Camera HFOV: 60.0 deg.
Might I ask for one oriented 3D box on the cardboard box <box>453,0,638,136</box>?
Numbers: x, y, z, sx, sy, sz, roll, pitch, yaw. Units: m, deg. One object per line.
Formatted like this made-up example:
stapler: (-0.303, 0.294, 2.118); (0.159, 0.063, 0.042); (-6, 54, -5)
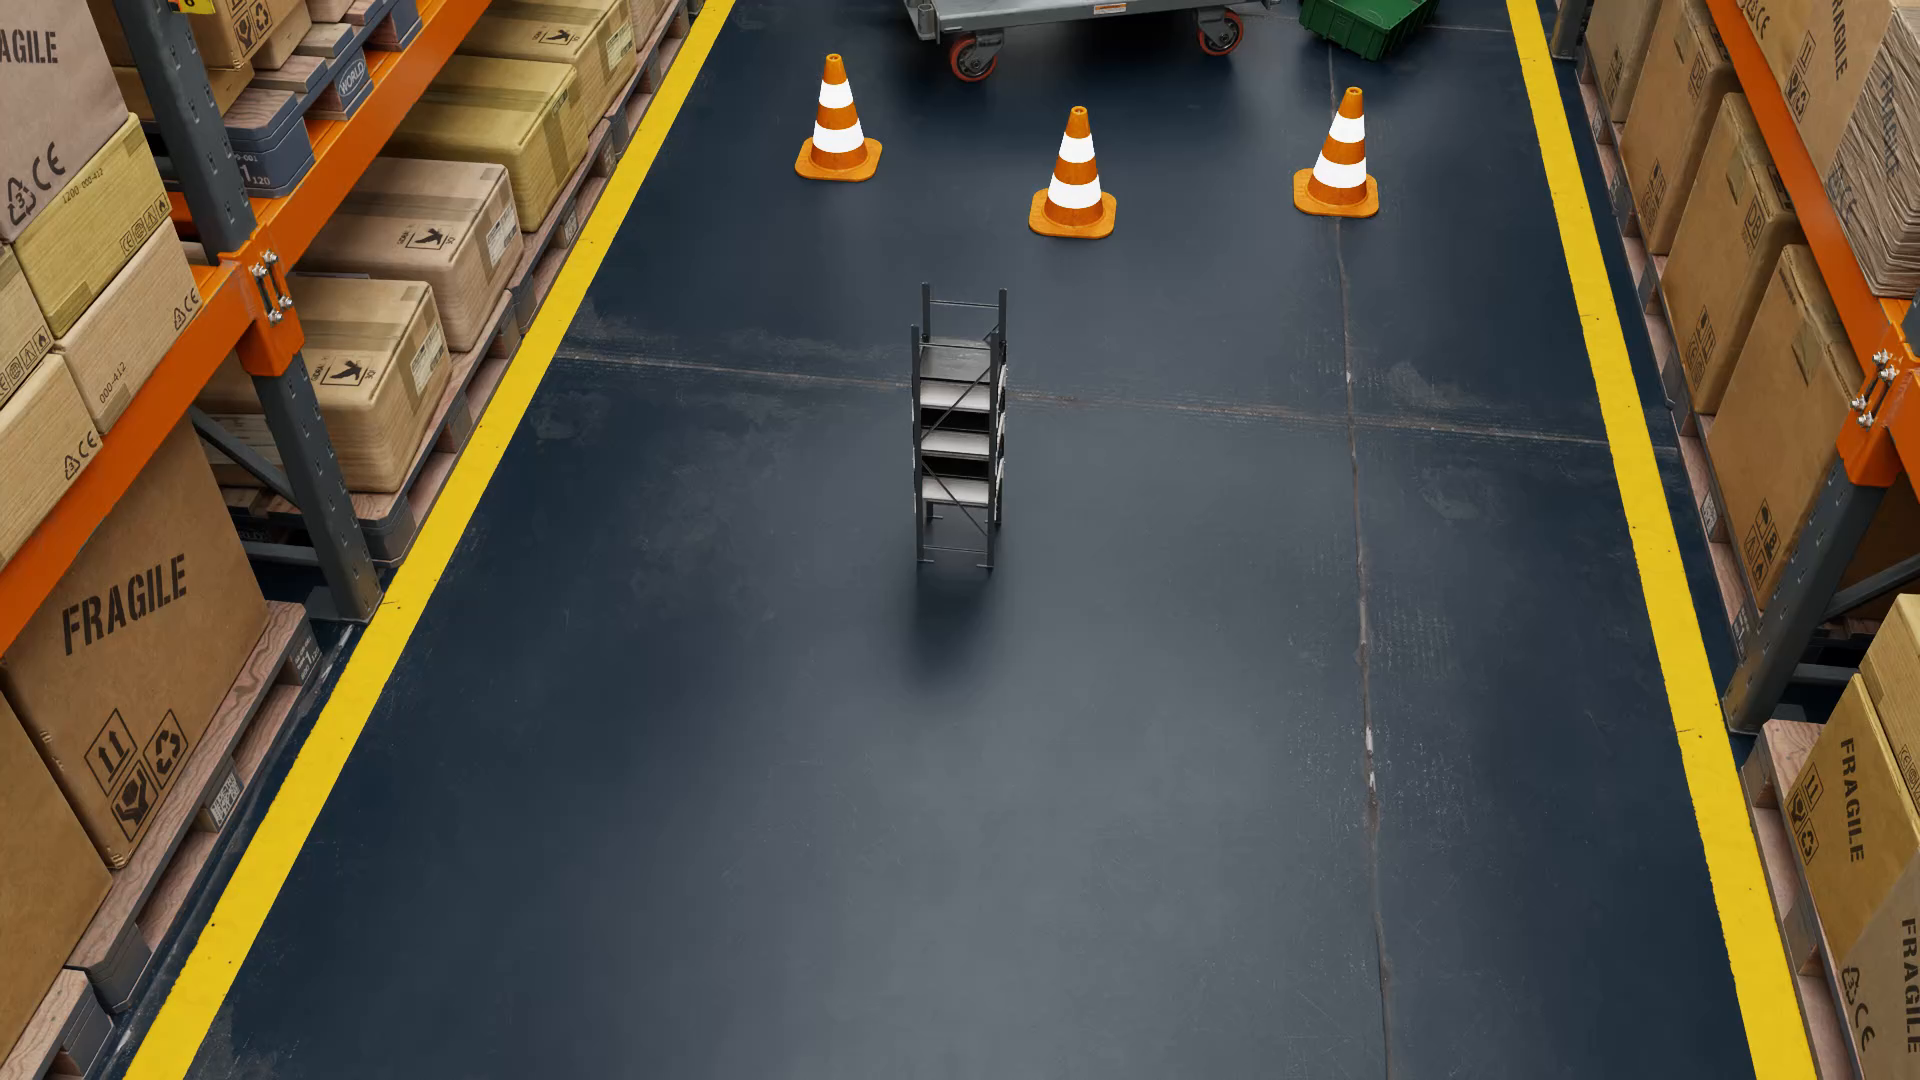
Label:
cardboard box: (-1.886, -1.996, 6.782); (0.950, 0.372, 0.625); (8, 44, 8)

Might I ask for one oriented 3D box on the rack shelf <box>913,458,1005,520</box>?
rack shelf: (-0.001, -0.166, 5.081); (0.258, 0.077, 0.200); (5, 44, 6)

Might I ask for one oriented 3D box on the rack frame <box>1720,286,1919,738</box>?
rack frame: (2.663, -0.539, 3.637); (1.000, 3.000, 0.127); (5, 44, 6)

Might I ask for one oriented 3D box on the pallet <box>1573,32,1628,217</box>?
pallet: (3.165, -1.720, 6.913); (1.003, 0.211, 1.213); (5, 44, 6)

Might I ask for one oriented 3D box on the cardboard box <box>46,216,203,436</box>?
cardboard box: (-2.066, -0.497, 3.702); (0.500, 0.250, 0.500); (4, 44, 4)

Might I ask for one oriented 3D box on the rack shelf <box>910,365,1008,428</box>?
rack shelf: (-0.001, -0.428, 4.834); (0.258, 0.077, 0.200); (5, 44, 6)

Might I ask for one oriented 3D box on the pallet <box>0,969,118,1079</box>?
pallet: (-2.599, 1.452, 3.563); (1.003, 0.211, 1.213); (5, 44, 6)

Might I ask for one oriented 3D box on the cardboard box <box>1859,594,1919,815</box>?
cardboard box: (2.332, 0.392, 3.622); (0.500, 0.250, 0.500); (3, 44, 4)

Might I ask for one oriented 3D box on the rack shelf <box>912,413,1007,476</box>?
rack shelf: (-0.001, -0.297, 4.958); (0.258, 0.077, 0.200); (5, 44, 6)

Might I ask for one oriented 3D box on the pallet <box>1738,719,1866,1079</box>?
pallet: (2.559, 1.006, 4.034); (1.003, 0.211, 1.213); (5, 44, 6)

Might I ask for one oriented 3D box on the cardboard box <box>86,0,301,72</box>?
cardboard box: (-1.968, -1.502, 4.060); (0.500, 0.500, 0.500); (4, 44, 4)

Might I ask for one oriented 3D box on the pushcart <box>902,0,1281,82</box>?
pushcart: (0.539, -2.521, 7.638); (1.648, 0.377, 0.936); (-9, 44, -9)

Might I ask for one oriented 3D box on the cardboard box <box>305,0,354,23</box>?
cardboard box: (-1.877, -1.558, 4.591); (0.380, 0.149, 0.250); (3, 44, 3)

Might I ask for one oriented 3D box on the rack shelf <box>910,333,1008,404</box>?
rack shelf: (-0.001, -0.493, 4.772); (0.258, 0.077, 0.200); (5, 44, 6)

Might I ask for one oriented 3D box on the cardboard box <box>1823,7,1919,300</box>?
cardboard box: (2.457, -0.906, 3.953); (0.500, 0.500, 0.500); (5, 44, 6)

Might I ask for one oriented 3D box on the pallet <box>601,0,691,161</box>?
pallet: (-1.829, -2.103, 7.317); (1.003, 0.211, 1.213); (5, 44, 6)

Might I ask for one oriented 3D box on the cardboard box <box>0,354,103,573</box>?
cardboard box: (-2.118, -0.148, 3.333); (0.500, 0.250, 0.500); (6, 44, 6)

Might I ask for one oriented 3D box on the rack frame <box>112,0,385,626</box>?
rack frame: (-2.256, -0.920, 4.040); (1.000, 3.000, 0.127); (5, 44, 6)

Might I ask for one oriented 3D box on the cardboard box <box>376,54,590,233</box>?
cardboard box: (-1.976, -1.522, 6.282); (0.950, 0.372, 0.625); (7, 44, 7)

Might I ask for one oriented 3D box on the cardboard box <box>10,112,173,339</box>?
cardboard box: (-2.069, -0.694, 3.546); (0.500, 0.250, 0.500); (5, 44, 5)

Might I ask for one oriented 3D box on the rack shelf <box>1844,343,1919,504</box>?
rack shelf: (2.399, 1.085, 2.445); (1.077, 0.370, 4.000); (5, 44, 6)

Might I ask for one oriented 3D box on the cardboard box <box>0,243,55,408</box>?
cardboard box: (-2.133, -0.344, 3.177); (0.500, 0.250, 0.500); (4, 44, 4)

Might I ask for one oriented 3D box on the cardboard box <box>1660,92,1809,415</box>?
cardboard box: (2.945, -0.877, 5.326); (1.050, 0.750, 0.750); (6, 44, 6)

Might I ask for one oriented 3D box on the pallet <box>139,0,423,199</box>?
pallet: (-2.268, -1.346, 4.629); (1.213, 0.211, 1.003); (5, 44, 6)

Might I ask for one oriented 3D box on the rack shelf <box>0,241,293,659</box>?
rack shelf: (-2.521, 0.704, 2.848); (1.077, 0.370, 4.000); (5, 44, 6)

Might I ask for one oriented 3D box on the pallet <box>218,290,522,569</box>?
pallet: (-2.152, -0.440, 5.561); (1.003, 0.211, 1.213); (5, 44, 6)

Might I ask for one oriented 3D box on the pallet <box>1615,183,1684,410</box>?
pallet: (3.006, -0.886, 6.032); (1.003, 0.211, 1.213); (5, 44, 6)

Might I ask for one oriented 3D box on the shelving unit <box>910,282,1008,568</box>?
shelving unit: (-0.001, -0.321, 4.935); (0.258, 0.900, 0.210); (5, 44, 6)

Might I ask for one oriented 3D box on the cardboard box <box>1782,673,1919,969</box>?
cardboard box: (2.317, 0.675, 3.868); (0.500, 0.500, 0.500); (4, 44, 4)

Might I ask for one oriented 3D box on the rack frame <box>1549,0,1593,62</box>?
rack frame: (3.192, -3.265, 6.516); (1.000, 3.000, 0.127); (5, 44, 6)

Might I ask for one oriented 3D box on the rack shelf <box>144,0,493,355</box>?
rack shelf: (-1.992, -2.022, 5.727); (1.077, 0.370, 4.000); (5, 44, 6)

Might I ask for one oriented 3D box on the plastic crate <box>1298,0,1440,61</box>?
plastic crate: (1.917, -2.502, 7.714); (0.450, 0.188, 0.662); (35, 53, 18)

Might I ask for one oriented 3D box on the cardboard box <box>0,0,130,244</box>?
cardboard box: (-2.066, -0.943, 3.264); (0.500, 0.500, 0.500); (4, 44, 4)

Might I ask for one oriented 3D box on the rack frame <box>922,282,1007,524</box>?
rack frame: (0.012, -0.391, 5.008); (0.240, 0.900, 0.006); (5, 44, 6)

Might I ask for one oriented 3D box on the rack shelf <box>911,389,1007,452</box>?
rack shelf: (-0.001, -0.362, 4.896); (0.258, 0.077, 0.200); (5, 44, 6)

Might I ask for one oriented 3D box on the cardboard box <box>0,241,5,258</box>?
cardboard box: (-2.125, -0.593, 2.894); (0.500, 0.500, 0.500); (6, 44, 6)

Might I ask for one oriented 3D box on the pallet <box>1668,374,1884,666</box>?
pallet: (2.842, -0.057, 5.156); (1.003, 0.211, 1.213); (5, 44, 6)

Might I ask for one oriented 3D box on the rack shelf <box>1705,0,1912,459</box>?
rack shelf: (2.928, -1.641, 5.324); (1.077, 0.370, 4.000); (5, 44, 6)

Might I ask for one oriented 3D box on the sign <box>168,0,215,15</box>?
sign: (-1.706, -1.292, 3.591); (0.100, 0.325, 0.005); (5, 44, 6)

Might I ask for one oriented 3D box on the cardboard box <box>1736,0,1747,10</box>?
cardboard box: (2.654, -1.937, 5.041); (0.500, 0.500, 0.500); (6, 44, 6)

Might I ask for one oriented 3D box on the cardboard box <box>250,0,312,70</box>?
cardboard box: (-1.959, -1.375, 4.398); (0.380, 0.149, 0.250); (3, 44, 3)

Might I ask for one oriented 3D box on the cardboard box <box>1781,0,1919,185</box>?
cardboard box: (2.524, -1.246, 4.312); (0.500, 0.500, 0.500); (5, 44, 6)

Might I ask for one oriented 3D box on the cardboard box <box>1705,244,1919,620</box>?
cardboard box: (2.833, -0.281, 4.696); (1.050, 0.750, 0.750); (5, 44, 5)

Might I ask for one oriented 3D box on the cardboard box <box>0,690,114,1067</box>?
cardboard box: (-2.552, 0.770, 3.495); (0.875, 0.875, 0.875); (6, 44, 6)

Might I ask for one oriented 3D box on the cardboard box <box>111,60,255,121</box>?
cardboard box: (-2.029, -1.186, 4.198); (0.380, 0.149, 0.250); (3, 44, 3)

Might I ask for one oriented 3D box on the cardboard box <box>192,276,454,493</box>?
cardboard box: (-2.172, -0.502, 5.205); (0.950, 0.372, 0.625); (3, 43, 3)

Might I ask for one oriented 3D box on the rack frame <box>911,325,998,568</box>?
rack frame: (-0.015, -0.252, 4.862); (0.240, 0.900, 0.006); (5, 44, 6)

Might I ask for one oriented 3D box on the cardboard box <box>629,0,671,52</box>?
cardboard box: (-1.795, -2.487, 7.300); (0.950, 0.372, 0.625); (6, 44, 6)

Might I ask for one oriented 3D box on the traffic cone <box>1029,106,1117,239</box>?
traffic cone: (0.449, -1.464, 6.459); (0.336, 0.463, 0.334); (5, 44, 6)

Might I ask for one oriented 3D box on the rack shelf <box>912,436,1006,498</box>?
rack shelf: (-0.001, -0.232, 5.020); (0.258, 0.077, 0.200); (5, 44, 6)

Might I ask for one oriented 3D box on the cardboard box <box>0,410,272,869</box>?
cardboard box: (-2.430, 0.162, 4.137); (0.875, 0.875, 0.875); (5, 44, 5)

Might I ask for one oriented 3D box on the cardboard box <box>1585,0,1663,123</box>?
cardboard box: (3.199, -2.169, 6.690); (1.050, 0.750, 0.750); (5, 44, 5)

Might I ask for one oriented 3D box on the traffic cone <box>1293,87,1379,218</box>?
traffic cone: (1.518, -1.567, 6.568); (0.336, 0.463, 0.334); (5, 44, 6)
